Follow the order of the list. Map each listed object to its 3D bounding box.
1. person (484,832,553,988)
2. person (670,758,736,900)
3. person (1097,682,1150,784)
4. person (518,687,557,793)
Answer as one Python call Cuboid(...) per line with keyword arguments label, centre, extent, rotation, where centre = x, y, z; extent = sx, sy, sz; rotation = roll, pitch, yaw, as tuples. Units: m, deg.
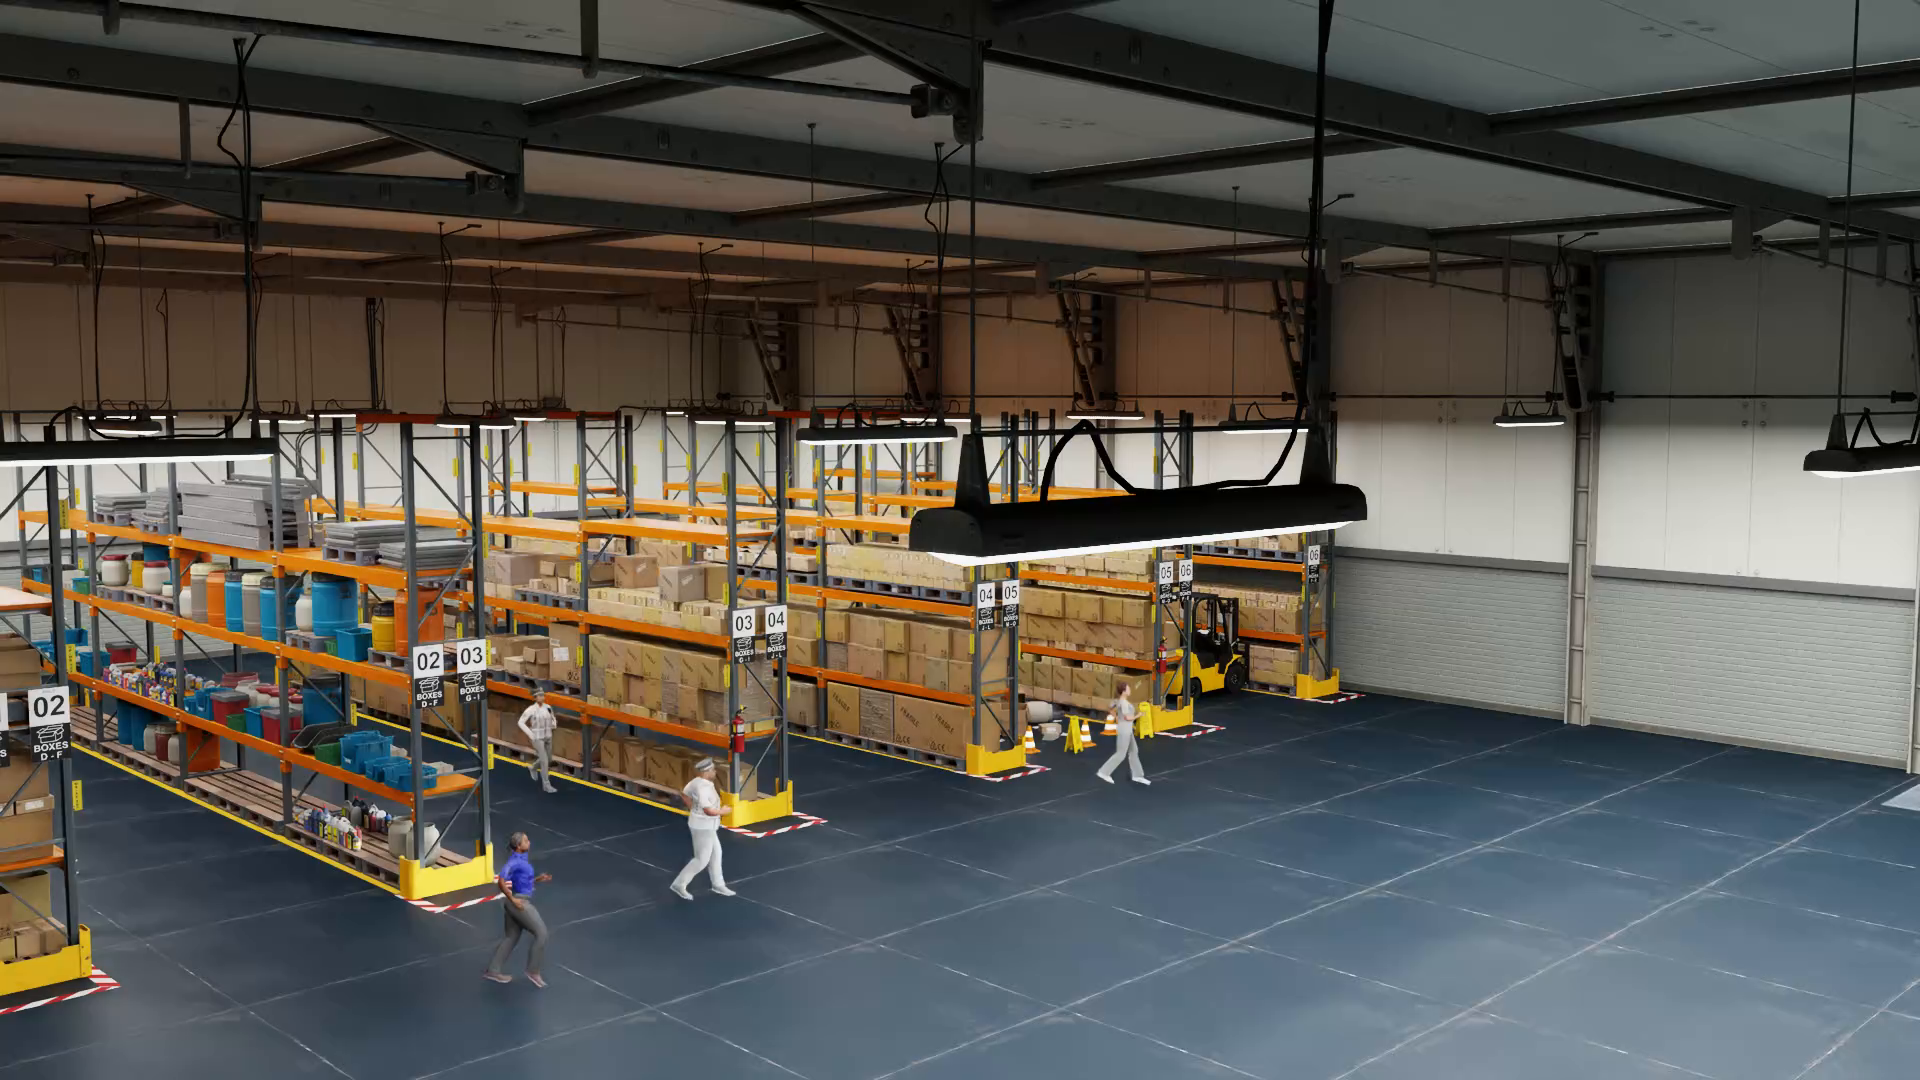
Cuboid(label="person", centre=(-4.719, 3.971, 17.812), extent=(0.741, 1.716, 0.555), rotation=(-2, 5, -22))
Cuboid(label="person", centre=(-3.235, 3.636, 20.870), extent=(0.860, 1.815, 0.681), rotation=(-2, 5, -18))
Cuboid(label="person", centre=(2.658, 3.134, 26.913), extent=(0.884, 1.685, 0.559), rotation=(0, 5, -2))
Cuboid(label="person", centre=(-6.743, 3.179, 26.681), extent=(0.823, 1.665, 0.626), rotation=(4, 7, 41))
